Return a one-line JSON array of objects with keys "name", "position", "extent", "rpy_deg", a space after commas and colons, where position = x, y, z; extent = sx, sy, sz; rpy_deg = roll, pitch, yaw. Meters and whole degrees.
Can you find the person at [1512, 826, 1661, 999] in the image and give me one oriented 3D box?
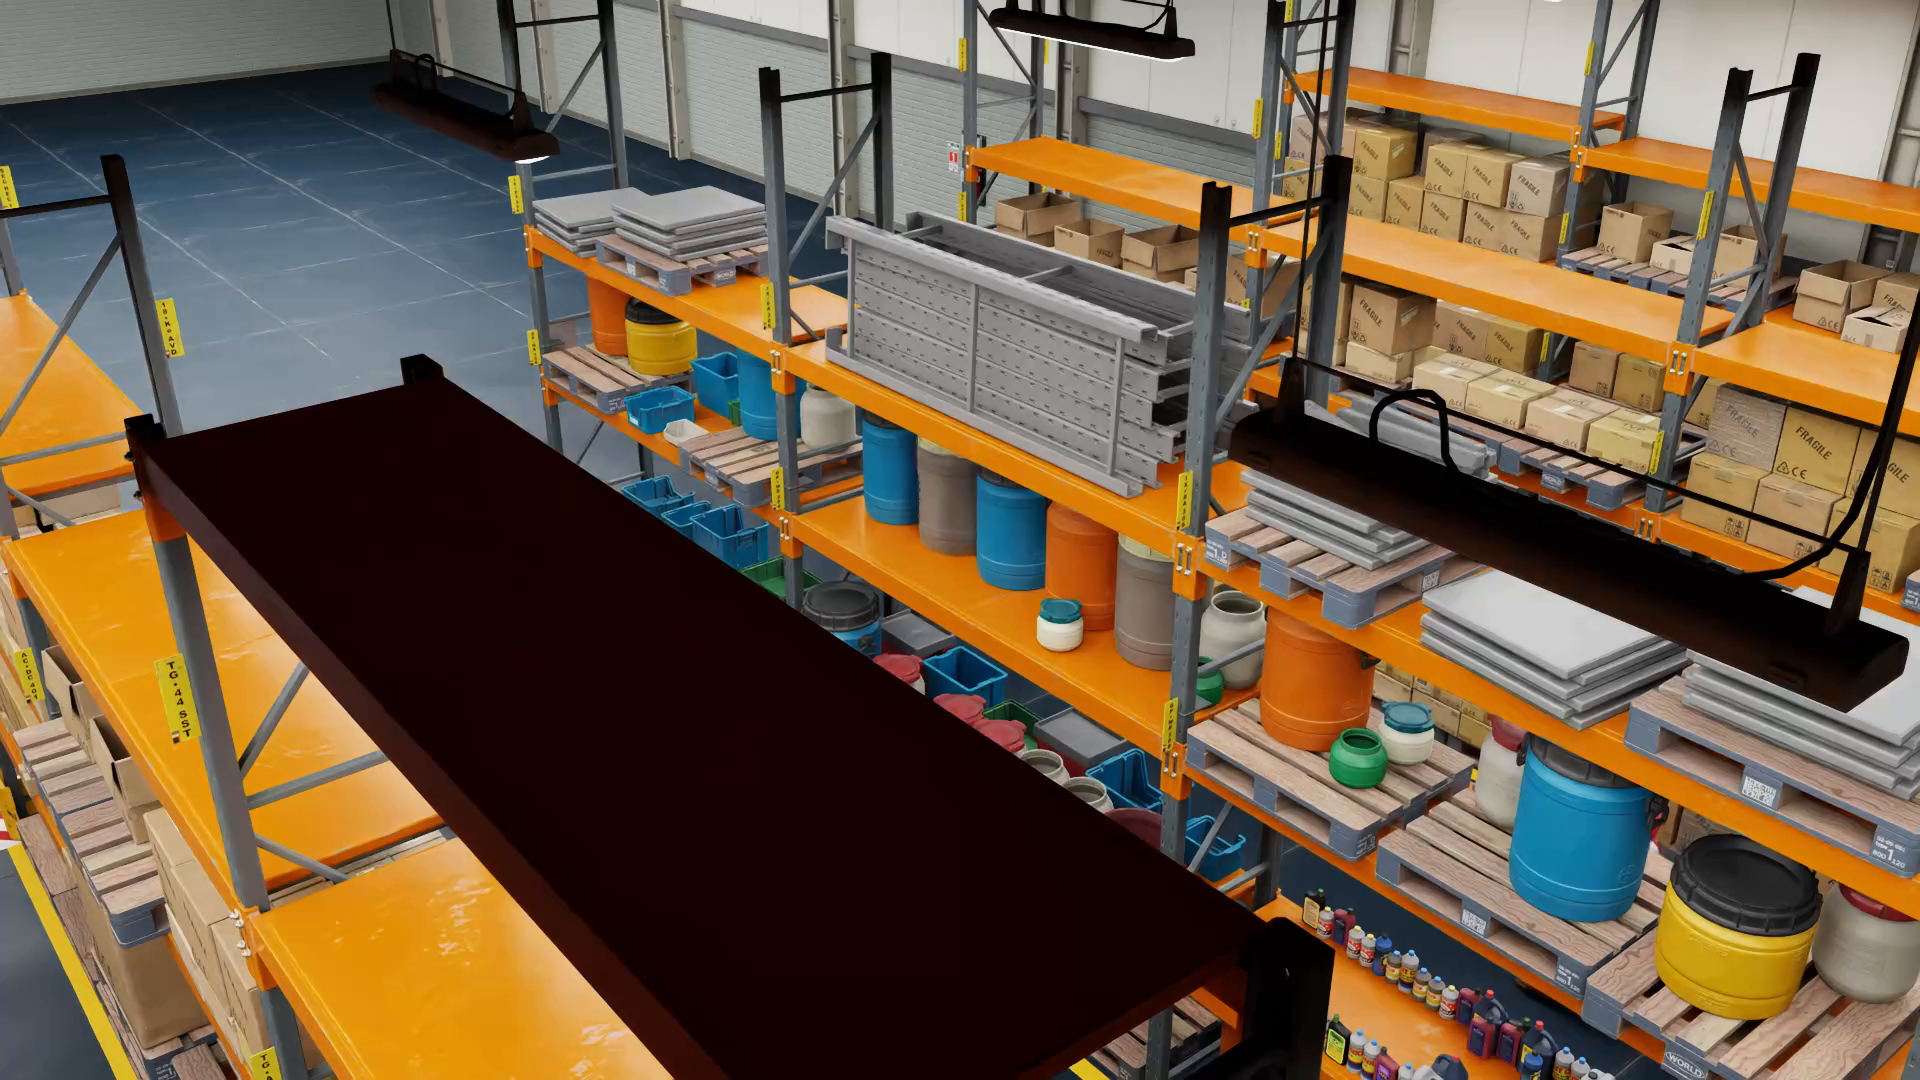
[{"name": "person", "position": [4.352, 2.490, 11.111], "extent": [0.589, 1.730, 1.098], "rpy_deg": [-22, 33, -37]}]
